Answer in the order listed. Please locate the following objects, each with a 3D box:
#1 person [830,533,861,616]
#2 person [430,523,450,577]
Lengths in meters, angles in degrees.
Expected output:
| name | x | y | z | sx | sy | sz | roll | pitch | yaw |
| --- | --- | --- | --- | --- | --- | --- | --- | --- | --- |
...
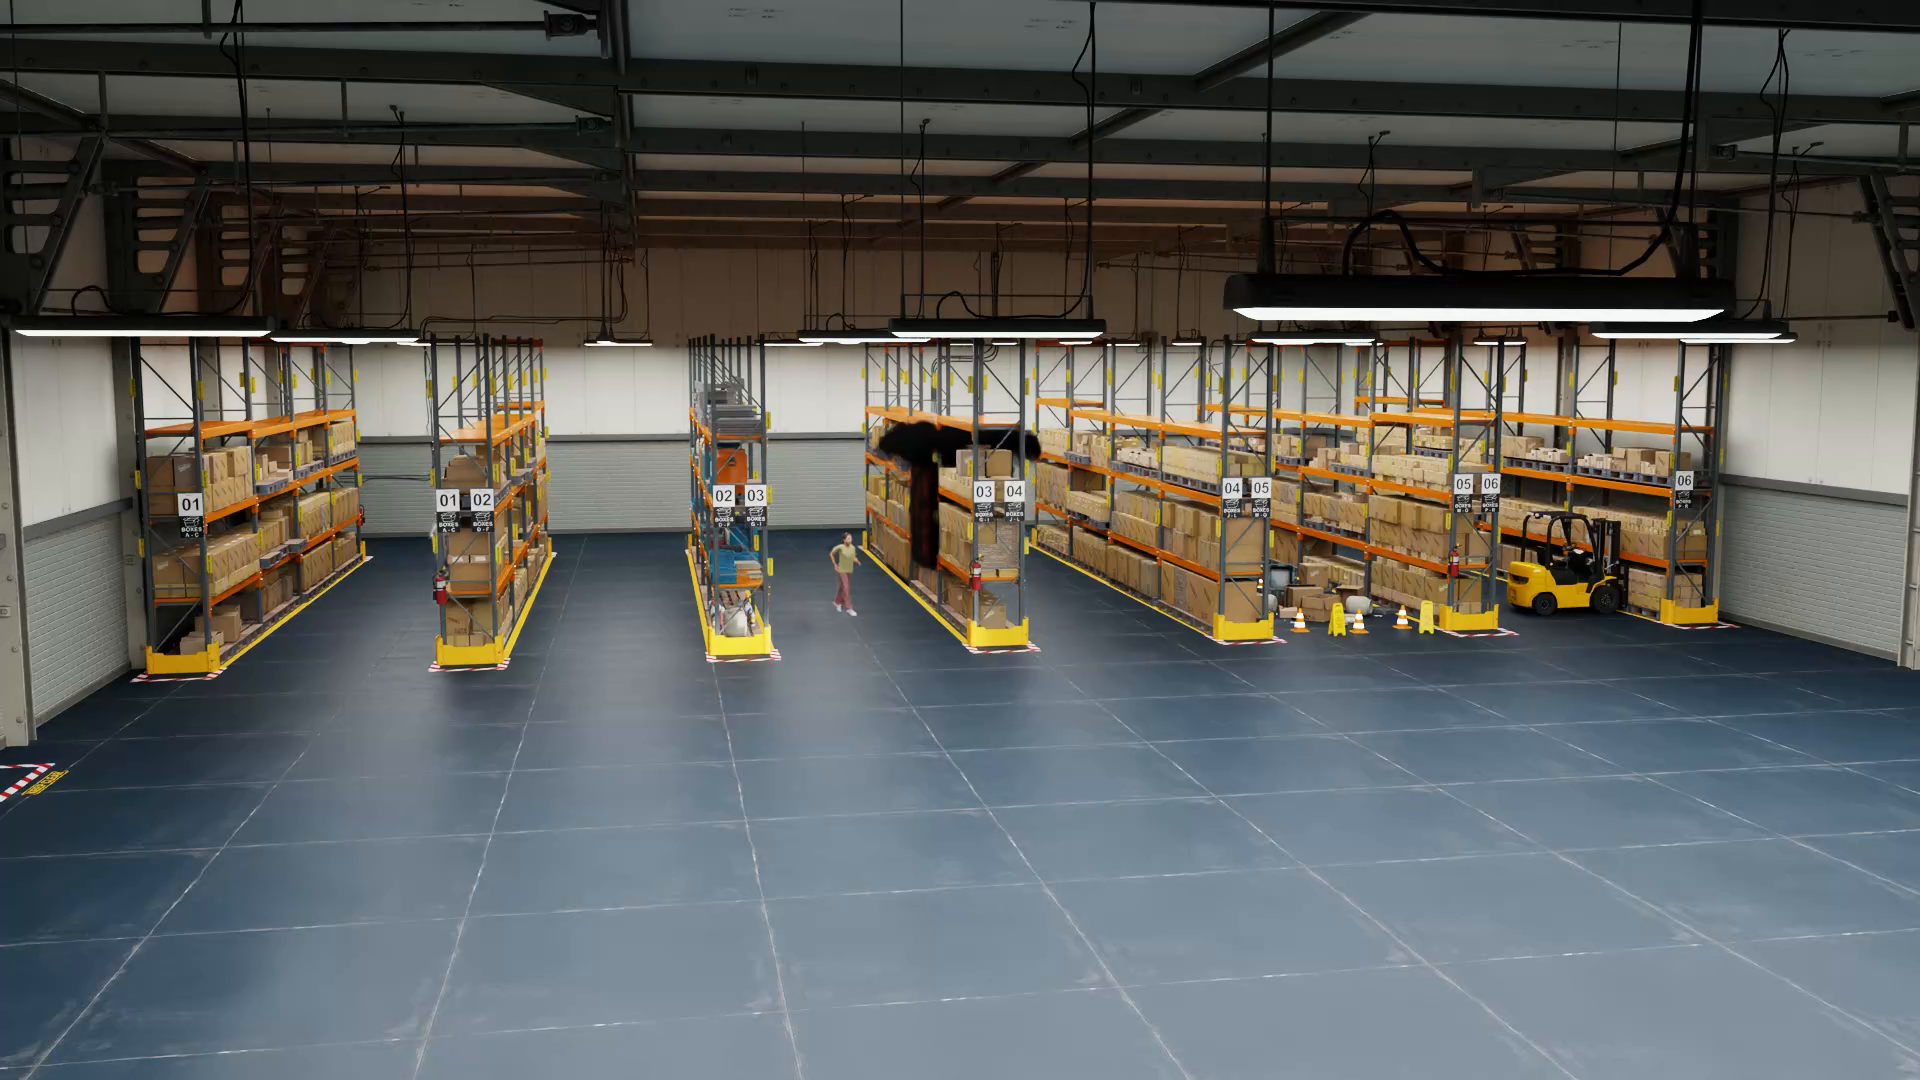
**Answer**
| name | x | y | z | sx | sy | sz | roll | pitch | yaw |
| --- | --- | --- | --- | --- | --- | --- | --- | --- | --- |
| person | -2.373 | 0.676 | 34.268 | 0.545 | 1.680 | 0.897 | -5 | 9 | -40 |
| person | -12.850 | 0.225 | 41.215 | 0.557 | 1.604 | 0.800 | -1 | 7 | -7 |
